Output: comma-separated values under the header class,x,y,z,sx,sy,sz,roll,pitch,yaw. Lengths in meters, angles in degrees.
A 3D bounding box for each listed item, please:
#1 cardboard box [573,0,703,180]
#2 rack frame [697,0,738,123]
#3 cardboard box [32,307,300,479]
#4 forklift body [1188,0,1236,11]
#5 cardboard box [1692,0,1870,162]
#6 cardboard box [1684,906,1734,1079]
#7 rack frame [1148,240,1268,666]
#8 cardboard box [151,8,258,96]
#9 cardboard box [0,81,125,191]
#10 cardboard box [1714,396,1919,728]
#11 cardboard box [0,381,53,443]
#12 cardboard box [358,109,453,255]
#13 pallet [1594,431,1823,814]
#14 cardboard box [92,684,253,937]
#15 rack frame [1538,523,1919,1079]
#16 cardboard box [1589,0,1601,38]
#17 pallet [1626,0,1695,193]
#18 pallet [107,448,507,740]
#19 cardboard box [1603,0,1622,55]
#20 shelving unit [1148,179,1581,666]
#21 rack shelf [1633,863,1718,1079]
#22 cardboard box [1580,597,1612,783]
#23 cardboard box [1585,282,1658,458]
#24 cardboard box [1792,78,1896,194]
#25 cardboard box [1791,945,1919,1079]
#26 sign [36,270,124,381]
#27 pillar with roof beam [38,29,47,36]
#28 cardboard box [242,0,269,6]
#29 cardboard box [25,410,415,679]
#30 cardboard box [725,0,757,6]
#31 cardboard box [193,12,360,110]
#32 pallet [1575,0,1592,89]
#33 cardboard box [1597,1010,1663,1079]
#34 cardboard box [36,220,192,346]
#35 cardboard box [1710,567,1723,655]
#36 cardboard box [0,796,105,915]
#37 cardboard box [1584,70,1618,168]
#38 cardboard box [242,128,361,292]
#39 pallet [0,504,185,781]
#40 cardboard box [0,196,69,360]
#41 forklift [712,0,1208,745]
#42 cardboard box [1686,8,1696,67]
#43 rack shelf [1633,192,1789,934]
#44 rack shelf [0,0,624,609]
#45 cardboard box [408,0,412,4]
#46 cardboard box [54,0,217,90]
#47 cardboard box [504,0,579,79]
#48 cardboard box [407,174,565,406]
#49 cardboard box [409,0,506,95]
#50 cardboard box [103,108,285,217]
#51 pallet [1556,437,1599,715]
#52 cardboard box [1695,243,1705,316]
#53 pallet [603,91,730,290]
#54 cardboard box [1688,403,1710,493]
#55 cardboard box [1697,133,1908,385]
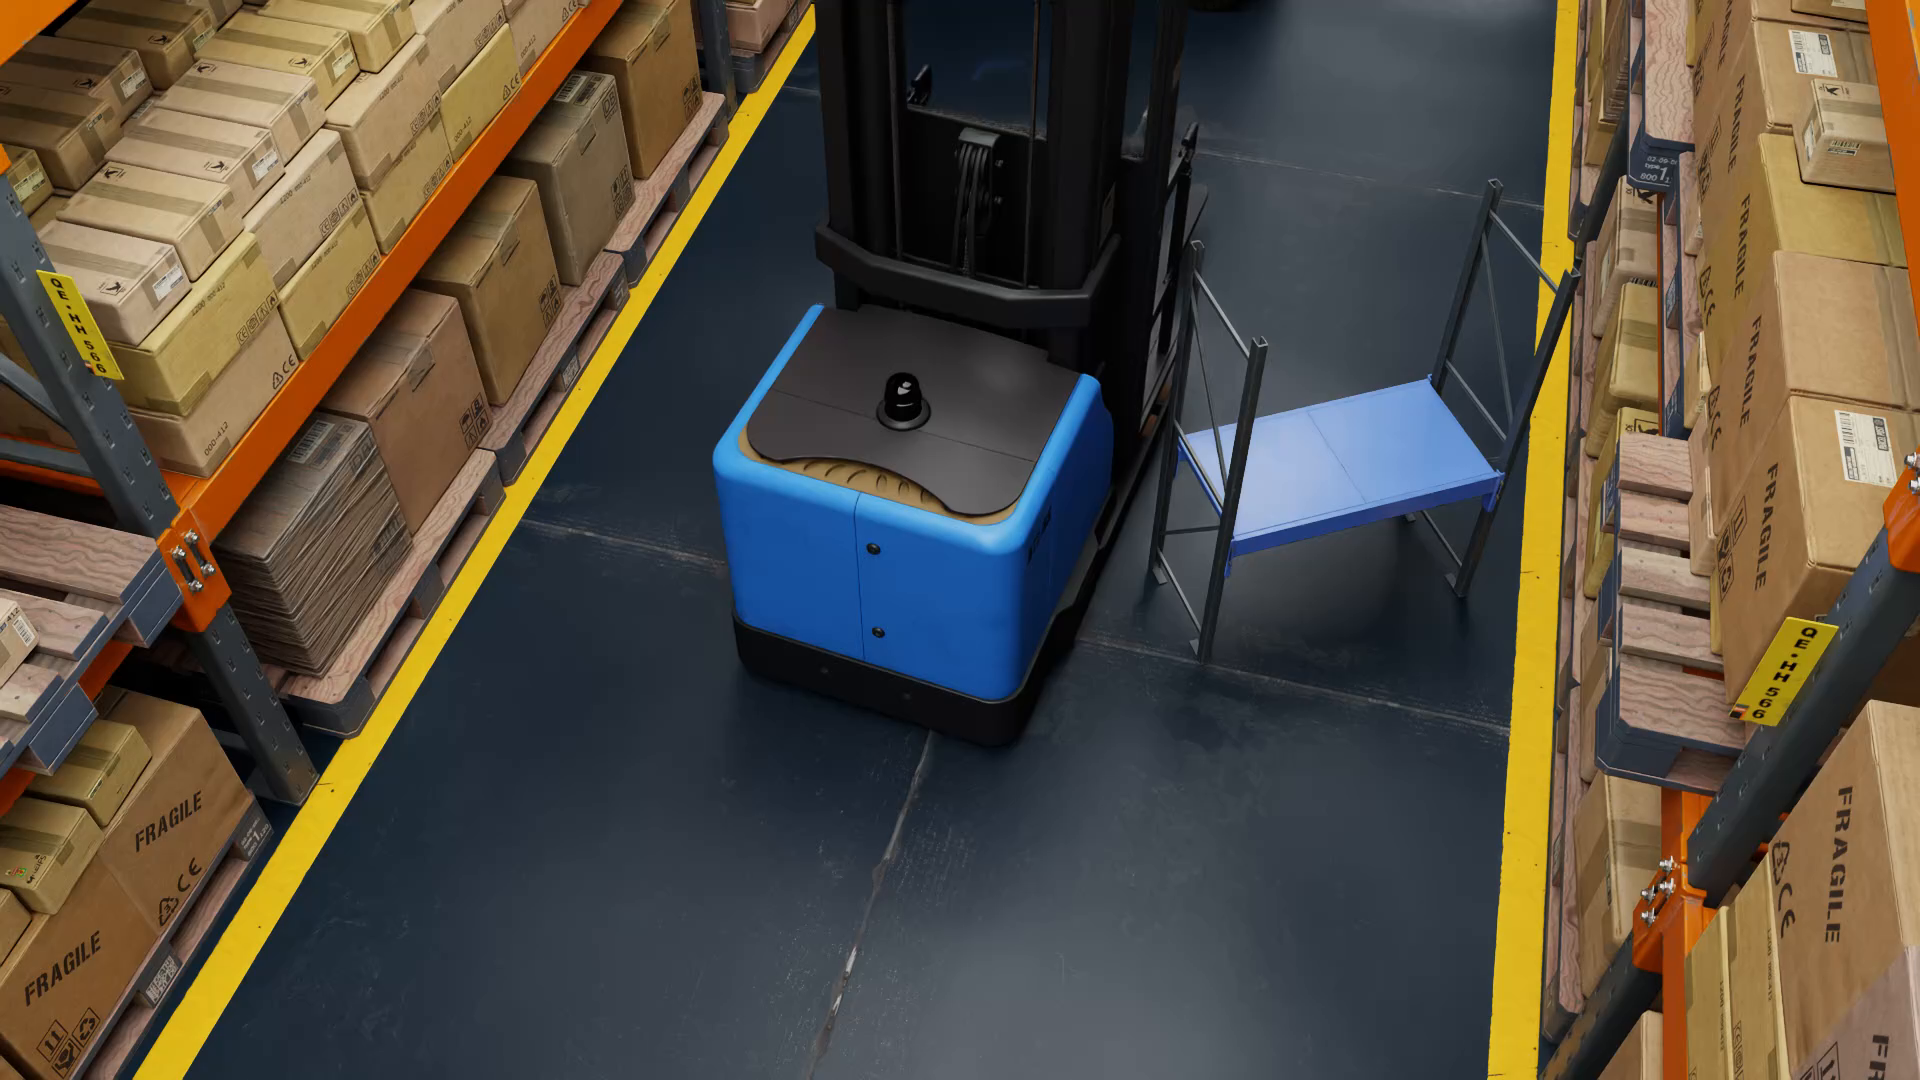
class,x,y,z,sx,sy,sz,roll,pitch,yaw
cardboard box,-1.706,-2.121,7.425,0.875,0.625,0.625,14,50,12
rack frame,-1.579,-3.147,7.027,1.000,3.000,0.127,12,50,10
cardboard box,-2.280,-0.477,4.771,0.500,0.250,0.500,12,50,10
forklift body,0.734,-4.028,8.371,2.313,2.155,1.214,12,50,10
cardboard box,2.536,-1.441,4.976,0.500,0.500,0.500,11,50,10
cardboard box,1.786,1.077,3.399,0.500,0.250,0.500,11,49,9
rack frame,0.789,-0.235,5.457,0.032,1.500,0.500,-13,50,-12
cardboard box,-2.514,-1.482,5.324,0.500,0.250,0.500,11,50,10
cardboard box,-2.654,-1.164,4.777,0.380,0.149,0.250,12,50,10
cardboard box,2.009,0.069,3.644,0.500,0.500,0.500,10,49,9
cardboard box,-2.761,-0.580,4.861,0.500,0.250,0.500,11,49,9
cardboard box,-2.014,-1.214,5.421,0.500,0.250,0.500,10,49,9
pallet,2.242,0.250,4.157,1.213,0.211,1.003,12,50,10
cardboard box,-2.536,0.782,4.946,0.500,0.500,0.500,13,50,11
rack frame,2.158,0.723,3.611,1.000,3.000,0.127,12,50,10
cardboard box,3.376,-2.634,8.128,0.500,0.250,0.500,12,50,11
pallet,2.869,-1.583,5.774,1.003,0.211,1.213,12,50,10
pallet,-2.378,0.081,6.038,1.003,0.211,1.213,12,50,10
cardboard box,3.239,-2.497,7.507,0.500,0.500,0.500,12,50,11
shelving unit,1.273,-0.350,5.559,1.048,1.500,0.538,-13,50,-12
rack shelf,1.631,2.407,2.604,1.077,0.370,4.000,12,50,10
cardboard box,2.502,0.511,5.271,0.950,0.372,0.625,11,49,9
cardboard box,2.889,-0.539,6.198,0.950,0.372,0.625,14,50,12
cardboard box,2.316,-1.001,4.155,0.380,0.149,0.250,9,49,8
cardboard box,1.671,1.028,2.609,0.500,0.500,0.500,12,50,10
sign,-2.106,-0.511,3.981,0.100,0.325,0.005,12,50,10
pillar with roof beam,0.995,-2.511,2.464,9.100,9.000,0.400,12,50,10
cardboard box,-2.356,-1.891,5.419,0.380,0.149,0.250,13,50,11
cardboard box,-2.455,-0.056,5.602,0.875,0.625,0.625,13,50,11
cardboard box,-1.154,-2.831,7.968,0.500,0.250,0.500,11,50,10
cardboard box,-2.058,-1.438,5.019,0.380,0.149,0.250,12,50,10
pallet,3.672,-2.626,8.427,1.003,0.211,1.213,12,50,10
cardboard box,1.896,1.770,3.824,0.875,0.875,0.875,11,50,10
cardboard box,-2.264,-0.674,4.345,0.380,0.149,0.250,13,50,11
cardboard box,2.018,0.175,3.982,0.380,0.149,0.250,12,50,11
cardboard box,-2.560,0.830,4.471,0.380,0.149,0.250,9,49,8
cardboard box,3.107,-1.880,7.463,0.500,0.250,0.500,14,50,12
cardboard box,-2.147,-1.005,4.903,0.500,0.250,0.500,13,50,11
pallet,-2.743,0.314,4.101,1.213,0.211,1.003,12,50,10
cardboard box,-2.782,-0.750,4.677,0.500,0.250,0.500,13,50,11
forklift,0.230,-1.413,5.542,1.130,2.935,3.031,16,51,14
cardboard box,2.686,-1.710,5.646,0.380,0.149,0.250,12,50,11
rack shelf,2.684,-0.486,5.158,1.077,0.370,4.000,12,50,10
rack shelf,-2.106,-1.463,6.020,1.077,0.370,4.000,12,50,10
cardboard box,-1.959,-1.817,5.354,0.380,0.149,0.250,12,50,10
cardboard box,-2.512,-1.529,5.099,0.380,0.149,0.250,11,50,10
cardboard box,-1.747,-1.964,6.083,0.500,0.250,0.500,12,50,10
cardboard box,-2.113,-1.017,6.451,0.875,0.625,0.625,10,49,8
cardboard box,-1.881,-1.754,5.564,0.500,0.250,0.500,12,50,11
cardboard box,-2.152,-1.059,4.684,0.380,0.149,0.250,13,50,11
pallet,2.688,0.201,5.932,1.003,0.211,1.213,12,50,10
cardboard box,2.348,-0.753,4.801,0.380,0.149,0.250,10,49,9
pallet,-1.736,-1.684,7.595,1.003,0.211,1.213,12,50,10
cardboard box,2.115,-0.196,4.310,0.380,0.149,0.250,9,49,8
cardboard box,2.266,-0.673,4.298,0.500,0.500,0.500,9,49,7
